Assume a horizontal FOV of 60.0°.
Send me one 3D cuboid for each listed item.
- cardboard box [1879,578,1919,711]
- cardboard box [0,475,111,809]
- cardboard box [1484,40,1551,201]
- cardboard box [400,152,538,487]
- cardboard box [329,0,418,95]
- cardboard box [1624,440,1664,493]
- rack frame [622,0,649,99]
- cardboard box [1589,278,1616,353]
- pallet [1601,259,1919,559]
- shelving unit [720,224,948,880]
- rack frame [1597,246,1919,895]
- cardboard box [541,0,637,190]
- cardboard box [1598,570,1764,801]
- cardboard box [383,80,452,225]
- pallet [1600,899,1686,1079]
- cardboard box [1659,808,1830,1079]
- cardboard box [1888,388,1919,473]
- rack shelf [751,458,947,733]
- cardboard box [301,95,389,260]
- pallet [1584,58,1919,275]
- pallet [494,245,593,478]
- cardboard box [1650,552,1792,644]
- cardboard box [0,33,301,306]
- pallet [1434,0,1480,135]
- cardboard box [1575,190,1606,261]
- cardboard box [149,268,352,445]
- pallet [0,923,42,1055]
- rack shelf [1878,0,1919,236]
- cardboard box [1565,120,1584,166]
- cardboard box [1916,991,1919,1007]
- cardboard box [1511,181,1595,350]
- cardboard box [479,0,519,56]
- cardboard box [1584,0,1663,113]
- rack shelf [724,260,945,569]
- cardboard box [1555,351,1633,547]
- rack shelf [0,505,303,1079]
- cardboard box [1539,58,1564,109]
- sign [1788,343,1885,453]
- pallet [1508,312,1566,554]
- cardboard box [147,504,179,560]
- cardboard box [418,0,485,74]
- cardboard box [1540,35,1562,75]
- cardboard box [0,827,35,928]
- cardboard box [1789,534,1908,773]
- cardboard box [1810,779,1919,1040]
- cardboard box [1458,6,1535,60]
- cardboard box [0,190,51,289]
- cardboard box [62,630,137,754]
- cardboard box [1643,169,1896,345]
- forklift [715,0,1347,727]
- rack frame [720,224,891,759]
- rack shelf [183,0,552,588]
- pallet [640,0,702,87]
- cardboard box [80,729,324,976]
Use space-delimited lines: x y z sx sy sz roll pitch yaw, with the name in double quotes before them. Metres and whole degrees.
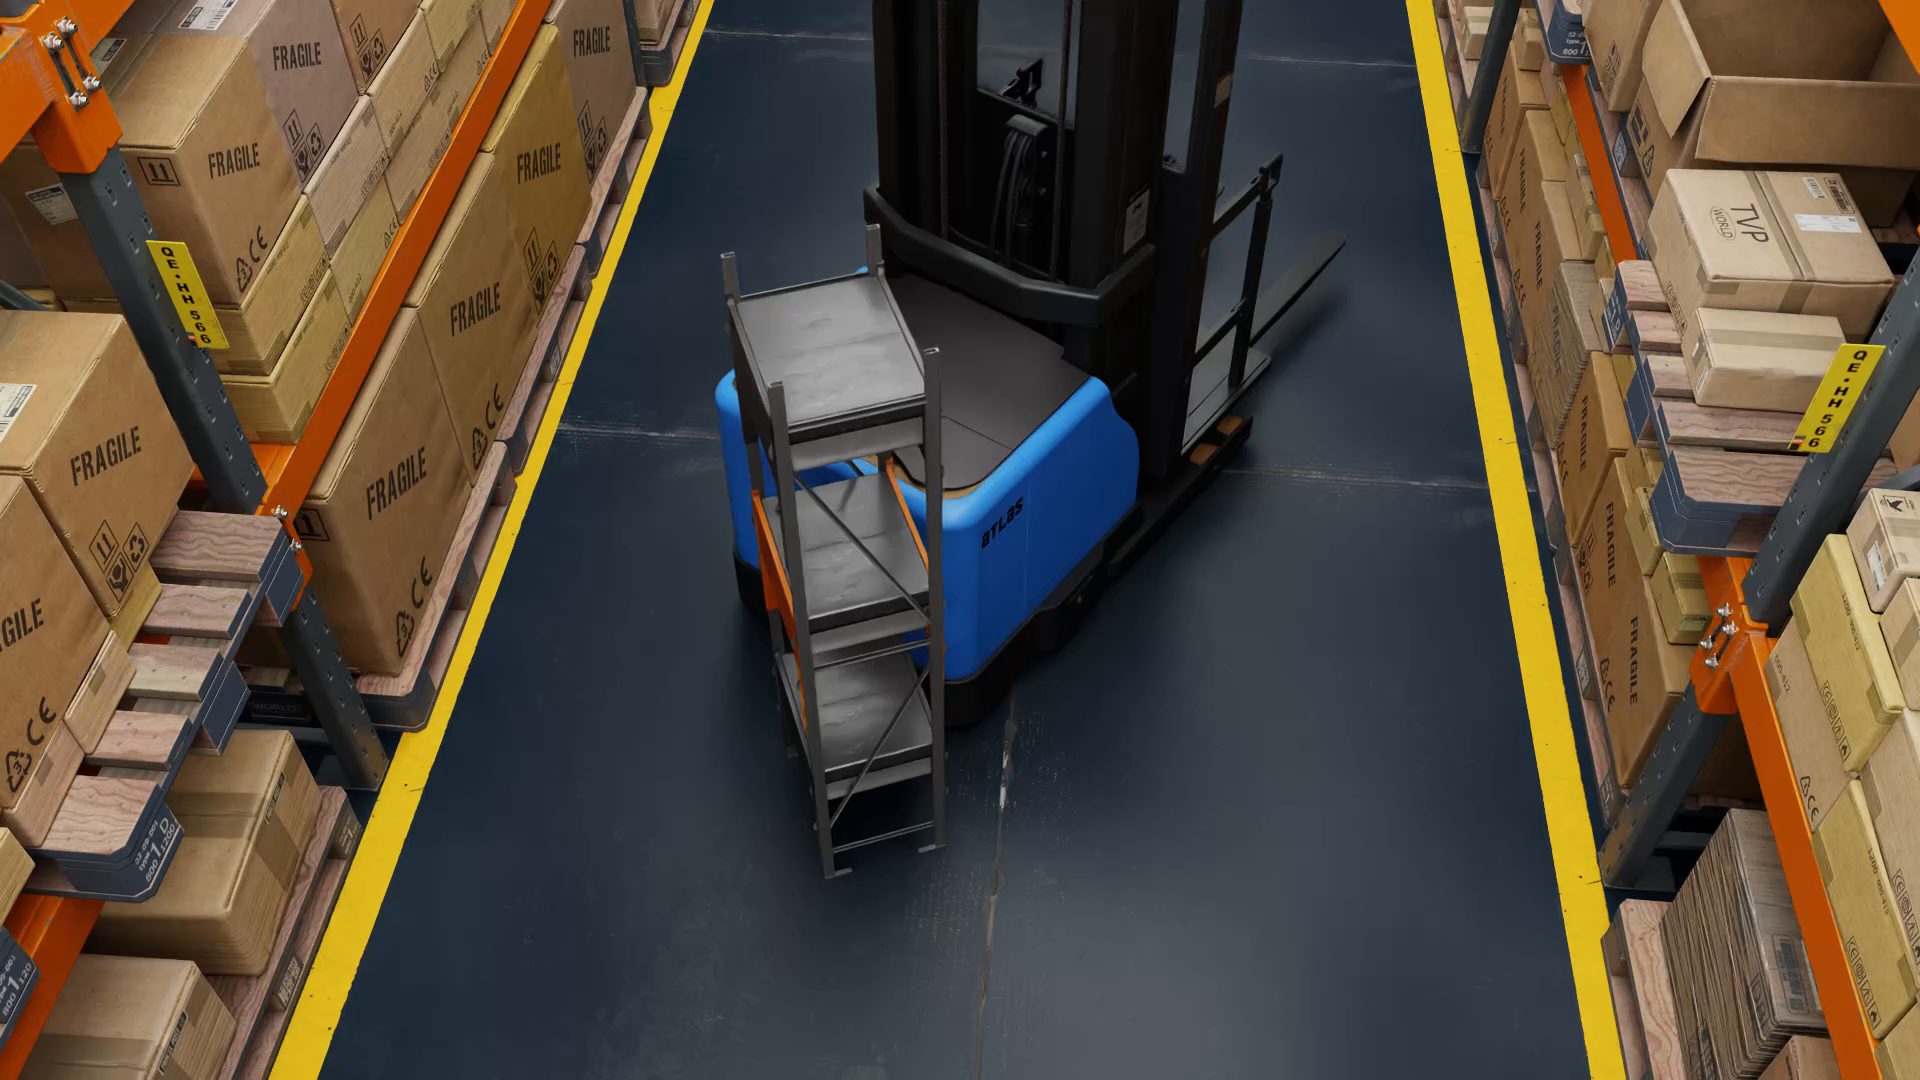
"cardboard box" 2.187 0.233 3.496 0.380 0.149 0.250 5 48 4
"cardboard box" -2.212 0.202 3.479 0.500 0.500 0.500 3 48 3
"cardboard box" 2.629 -1.822 7.293 0.500 0.500 0.500 6 48 5
"cardboard box" -2.180 -0.837 6.138 0.875 0.875 0.875 4 48 4
"cardboard box" -2.025 -1.717 5.042 0.500 0.500 0.500 5 48 5
"cardboard box" 2.387 -0.215 5.383 0.380 0.149 0.250 2 48 2
"rack frame" -2.047 -3.195 7.139 1.000 3.000 0.127 4 48 4
"cardboard box" 2.474 -0.794 5.913 0.380 0.149 0.250 2 48 2
"pallet" 2.524 -0.363 4.679 1.213 0.211 1.003 4 48 4
"shelving unit" -0.314 0.147 4.693 0.431 2.100 0.503 -13 49 -12
"rack frame" 2.532 0.075 4.148 1.000 3.000 0.127 4 48 4
"cardboard box" -2.024 -2.159 7.347 0.875 0.875 0.875 5 48 5
"cardboard box" 2.357 0.452 5.213 0.500 0.500 0.500 5 48 5
"cardboard box" -2.033 -1.311 5.518 0.500 0.250 0.500 5 48 5
"pallet" 2.418 1.619 4.626 1.003 0.211 1.213 4 48 4
"cardboard box" 2.462 1.193 4.451 0.875 0.625 0.625 5 48 5
"cardboard box" 2.735 -0.468 4.293 0.500 0.500 0.500 6 48 5
"rack shelf" -0.314 0.156 4.703 0.431 0.518 0.480 -13 49 -12
"cardboard box" -2.071 -1.109 4.995 0.500 0.250 0.500 5 48 4
"pallet" 2.705 -1.289 5.526 1.003 0.211 1.213 4 48 4
"pallet" -2.151 -0.783 6.823 1.003 0.211 1.213 4 48 4
"cardboard box" 2.325 0.178 5.024 0.380 0.149 0.250 2 48 2
"cardboard box" -2.123 -0.973 4.362 0.500 0.500 0.500 2 48 2
"pallet" 2.960 -2.427 8.327 1.003 0.211 1.213 4 48 4
"cardboard box" 2.542 -1.171 6.259 0.380 0.149 0.250 5 48 5
"cardboard box" -2.116 -0.548 4.820 0.500 0.250 0.500 3 48 3
"pallet" -2.551 1.267 3.189 1.003 0.211 1.213 4 48 4
"rack shelf" 2.714 -2.164 4.651 1.077 0.370 4.000 4 48 4
"cardboard box" 2.627 -1.535 6.591 0.380 0.149 0.250 3 48 3
"cardboard box" 2.136 1.018 3.049 0.500 0.250 0.500 3 48 3
"cardboard box" 2.540 -1.063 6.599 0.500 0.500 0.500 3 48 2
"cardboard box" -1.949 -2.054 6.198 0.500 0.250 0.500 3 48 2
"cardboard box" 2.511 -1.742 5.458 0.700 0.500 0.500 4 48 3
"rack shelf" -0.314 -0.317 4.186 0.431 0.518 0.480 -13 49 -12
"cardboard box" 2.458 -0.300 5.901 0.500 0.500 0.500 6 48 5
"rack shelf" -2.594 1.457 3.372 1.077 0.370 4.000 4 48 4
"cardboard box" 2.651 -1.927 6.949 0.380 0.149 0.250 3 48 2
"sign" 1.991 -0.318 3.777 0.100 0.325 0.005 4 48 4
"pallet" 2.752 -0.424 6.494 1.003 0.211 1.213 4 48 4
"cardboard box" -2.207 -0.056 4.154 0.380 0.149 0.250 5 48 5
"cardboard box" -1.954 -1.846 5.669 0.500 0.250 0.500 5 48 4
"cardboard box" 2.623 -2.041 6.853 0.380 0.149 0.250 2 48 2
"cardboard box" -2.180 0.722 3.443 0.380 0.149 0.250 5 48 4
"cardboard box" 2.224 0.265 3.737 0.500 0.250 0.500 4 48 3
"cardboard box" 2.198 0.805 3.583 0.500 0.250 0.500 3 48 3
"cardboard box" 2.655 -2.473 8.126 0.380 0.149 0.250 3 48 2
"cardboard box" -2.625 -1.024 4.409 0.500 0.500 0.500 3 48 2
"cardboard box" -2.138 0.334 3.797 0.380 0.149 0.250 4 48 3
"cardboard box" 2.306 -0.813 4.778 0.500 0.250 0.500 2 48 2
"forklift" 0.491 -1.407 5.551 1.130 2.935 3.031 29 54 24
"rack frame" -0.389 -0.025 4.849 0.400 2.100 0.015 -13 49 -12
"rack shelf" -2.229 -1.483 6.061 1.077 0.370 4.000 4 48 4
"pallet" -1.899 -2.807 8.675 1.003 0.211 1.213 4 48 4
"cardboard box" -2.473 0.904 4.887 0.950 0.372 0.625 1 48 1
